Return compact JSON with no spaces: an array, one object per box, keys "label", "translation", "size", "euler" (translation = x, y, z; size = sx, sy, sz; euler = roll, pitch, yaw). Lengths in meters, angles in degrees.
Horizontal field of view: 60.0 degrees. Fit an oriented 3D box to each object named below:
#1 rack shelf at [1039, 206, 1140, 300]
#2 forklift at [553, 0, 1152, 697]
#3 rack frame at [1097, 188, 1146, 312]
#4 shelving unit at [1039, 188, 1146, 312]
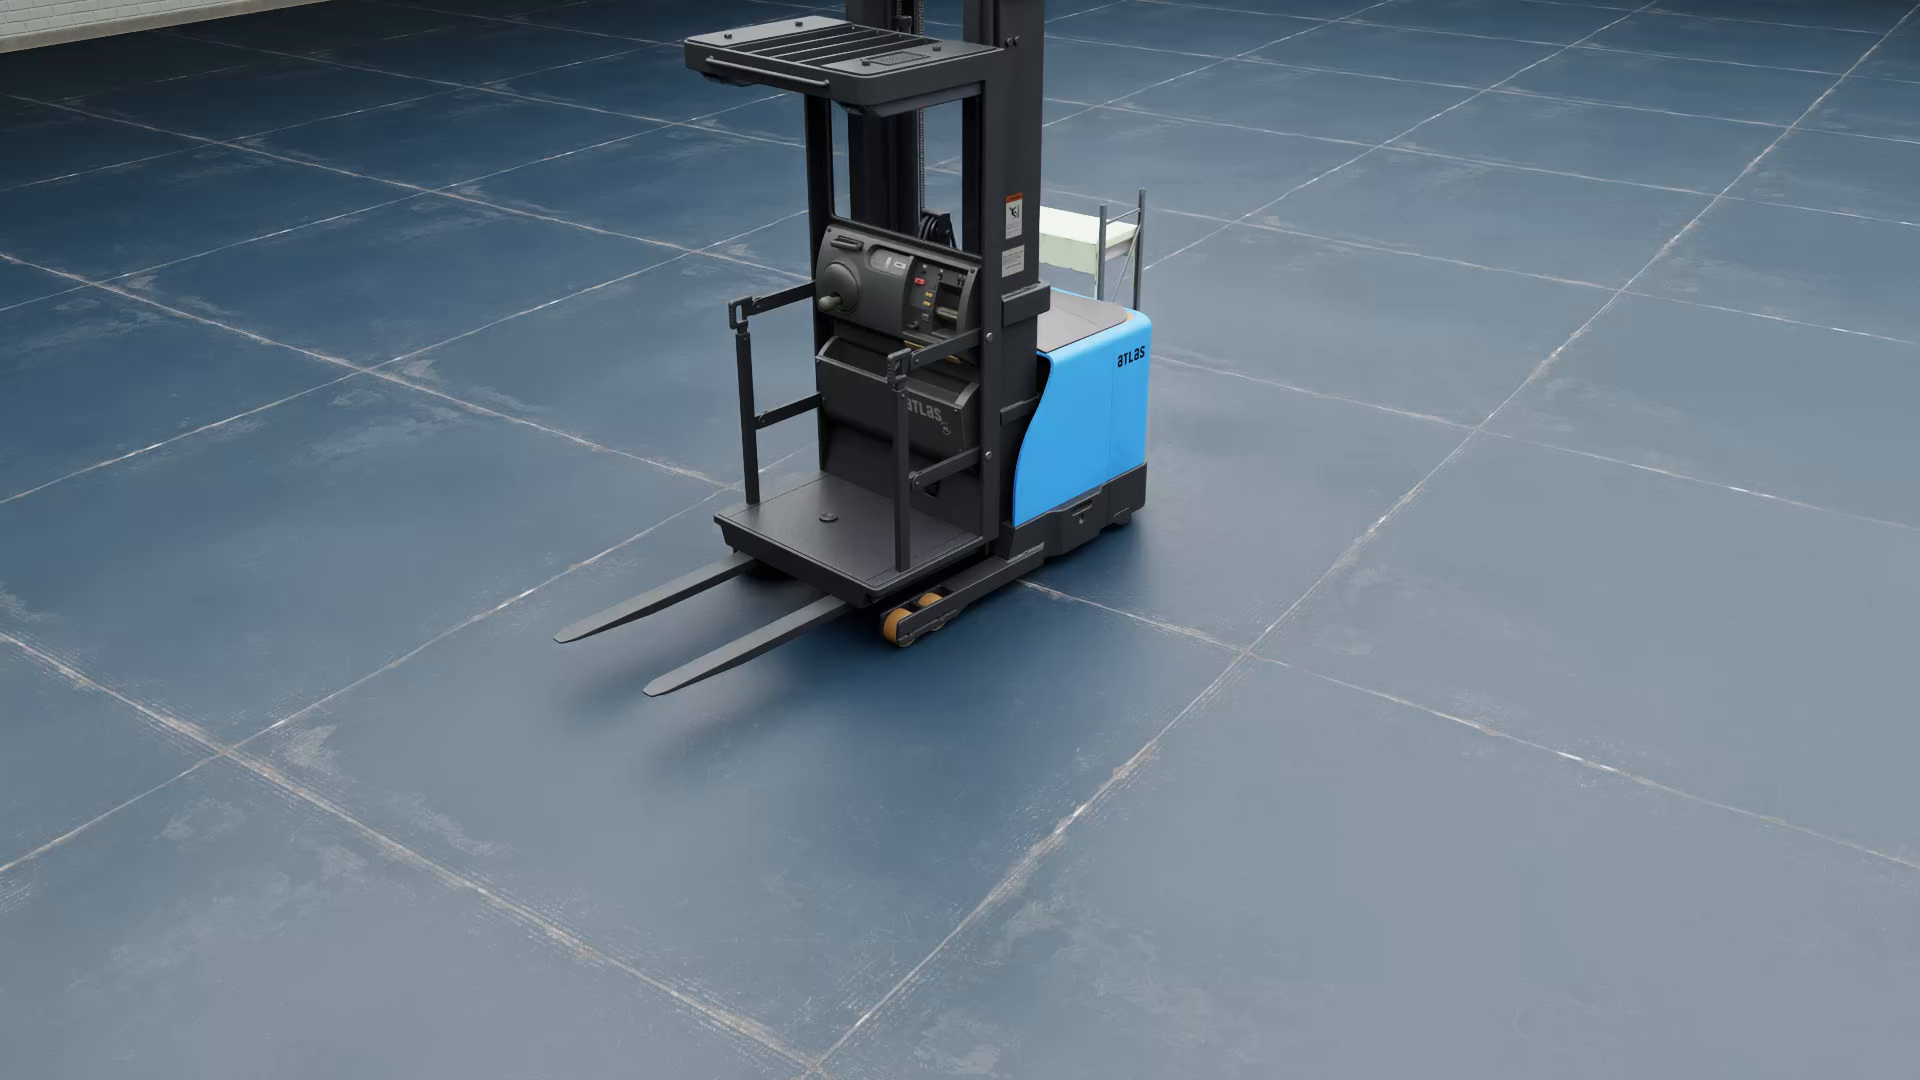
[{"label":"rack shelf","translation":[0.525,-1.497,8.676],"size":[0.720,0.370,0.431],"euler":[19,32,32]},{"label":"forklift","translation":[-0.429,-1.097,7.174],"size":[1.130,2.935,3.031],"euler":[23,35,37]},{"label":"rack frame","translation":[0.816,-1.049,8.656],"size":[0.023,1.500,0.400],"euler":[19,32,32]},{"label":"shelving unit","translation":[0.524,-1.149,8.852],"size":[0.755,1.500,0.431],"euler":[19,32,32]}]
